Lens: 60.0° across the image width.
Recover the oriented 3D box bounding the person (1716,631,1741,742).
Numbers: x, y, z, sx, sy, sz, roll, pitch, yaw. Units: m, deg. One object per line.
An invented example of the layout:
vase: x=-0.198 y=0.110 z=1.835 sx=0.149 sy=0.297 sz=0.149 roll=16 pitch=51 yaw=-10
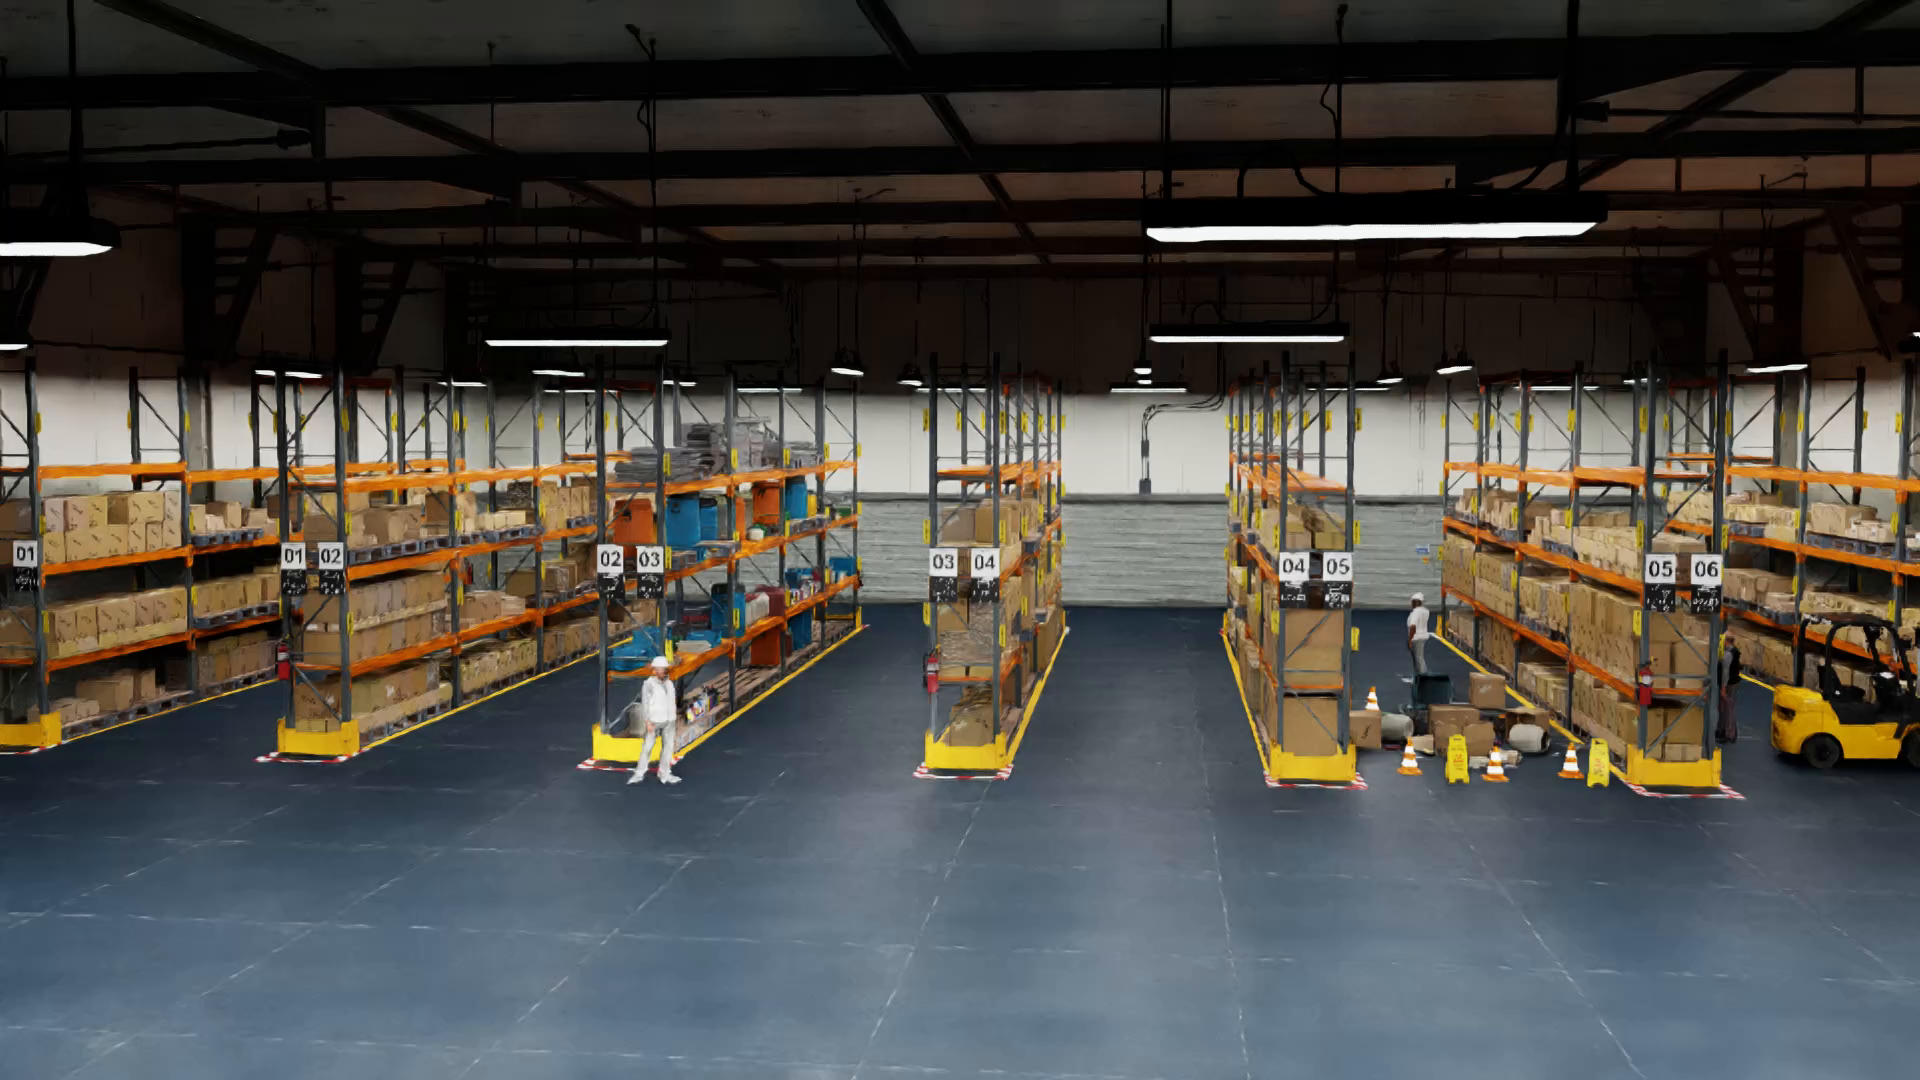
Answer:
person: x=11.997 y=2.282 z=26.117 sx=0.499 sy=1.724 sz=0.578 roll=3 pitch=5 yaw=37

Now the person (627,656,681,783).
person: x=-4.263 y=2.494 z=23.043 sx=0.694 sy=1.770 sz=0.470 roll=-4 pitch=6 yaw=-43

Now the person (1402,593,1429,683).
person: x=8.655 y=1.873 z=31.573 sx=0.580 sy=1.763 sz=0.673 roll=3 pitch=5 yaw=33
